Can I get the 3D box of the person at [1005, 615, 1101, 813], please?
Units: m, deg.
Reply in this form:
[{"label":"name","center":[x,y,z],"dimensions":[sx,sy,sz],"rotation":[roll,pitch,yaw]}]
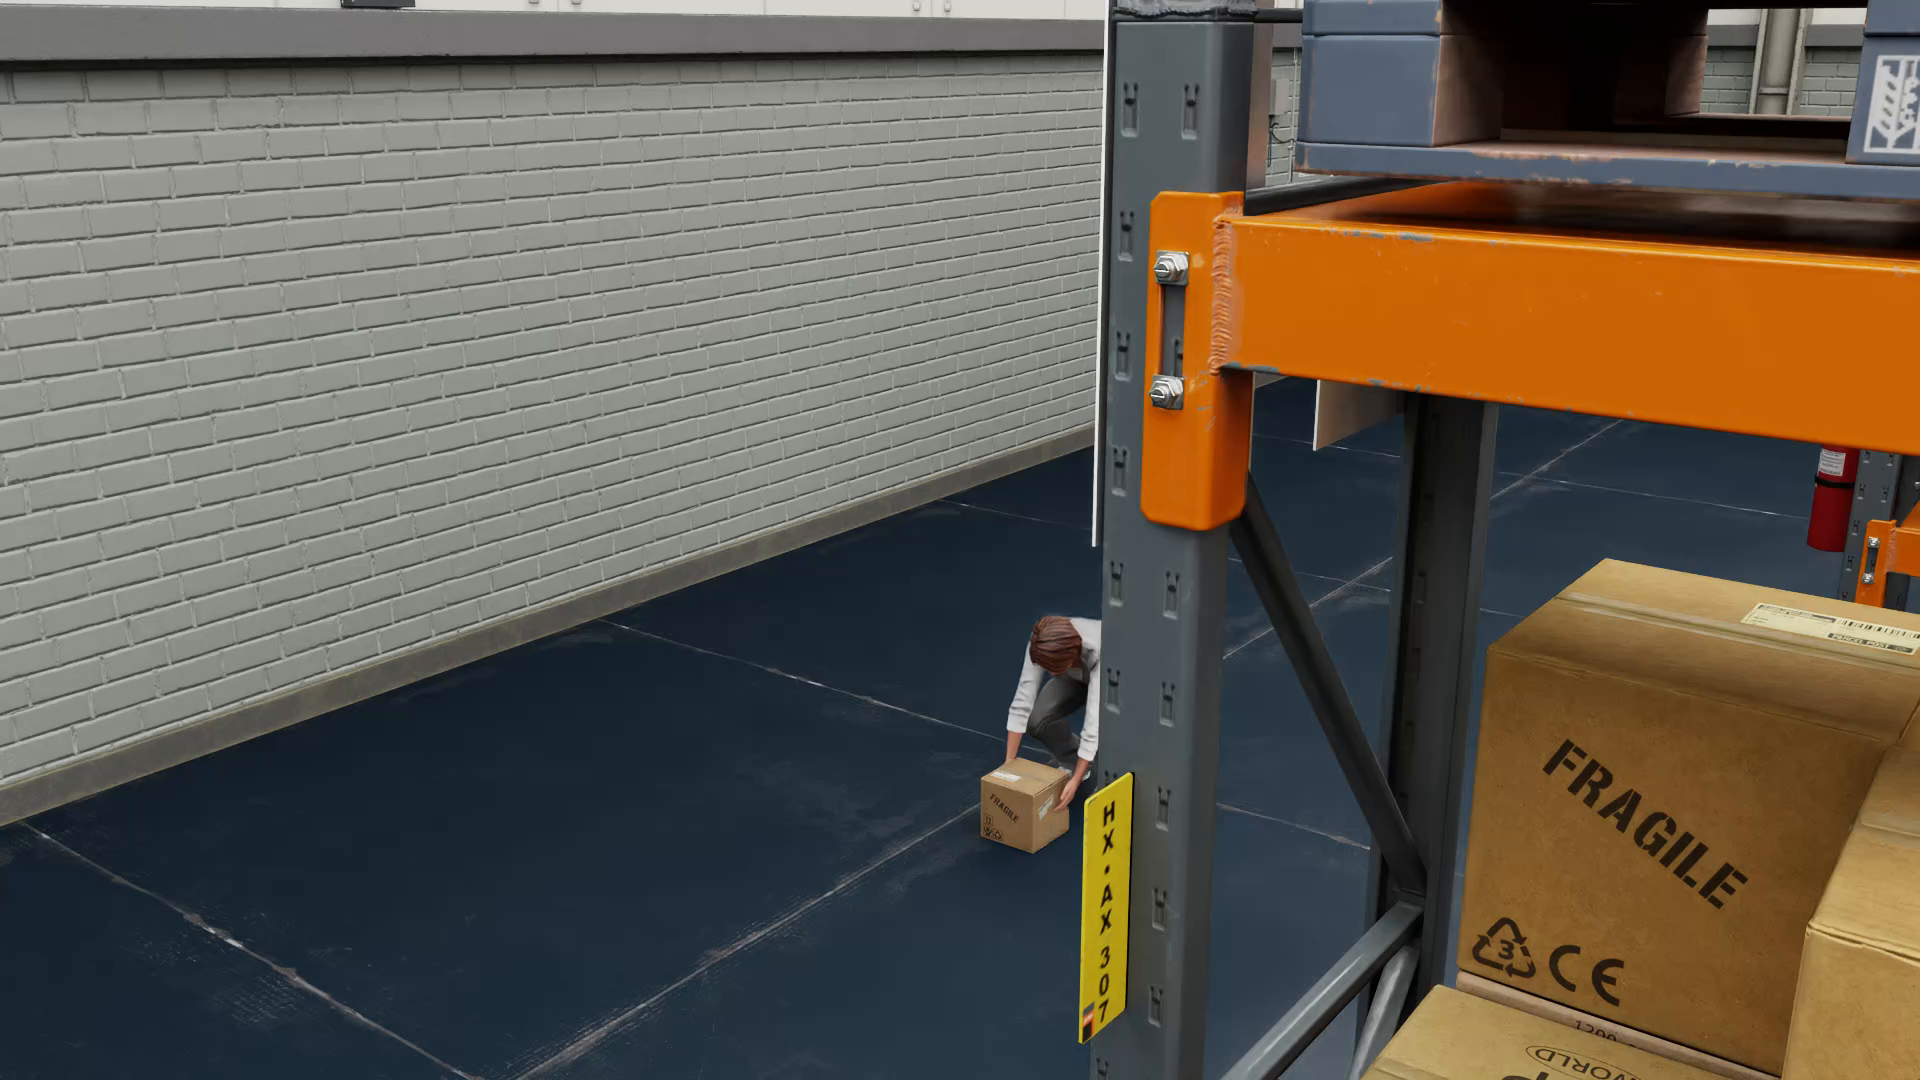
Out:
[{"label":"person","center":[0.493,0.649,6.657],"dimensions":[0.444,0.878,0.796],"rotation":[12,21,35]}]
